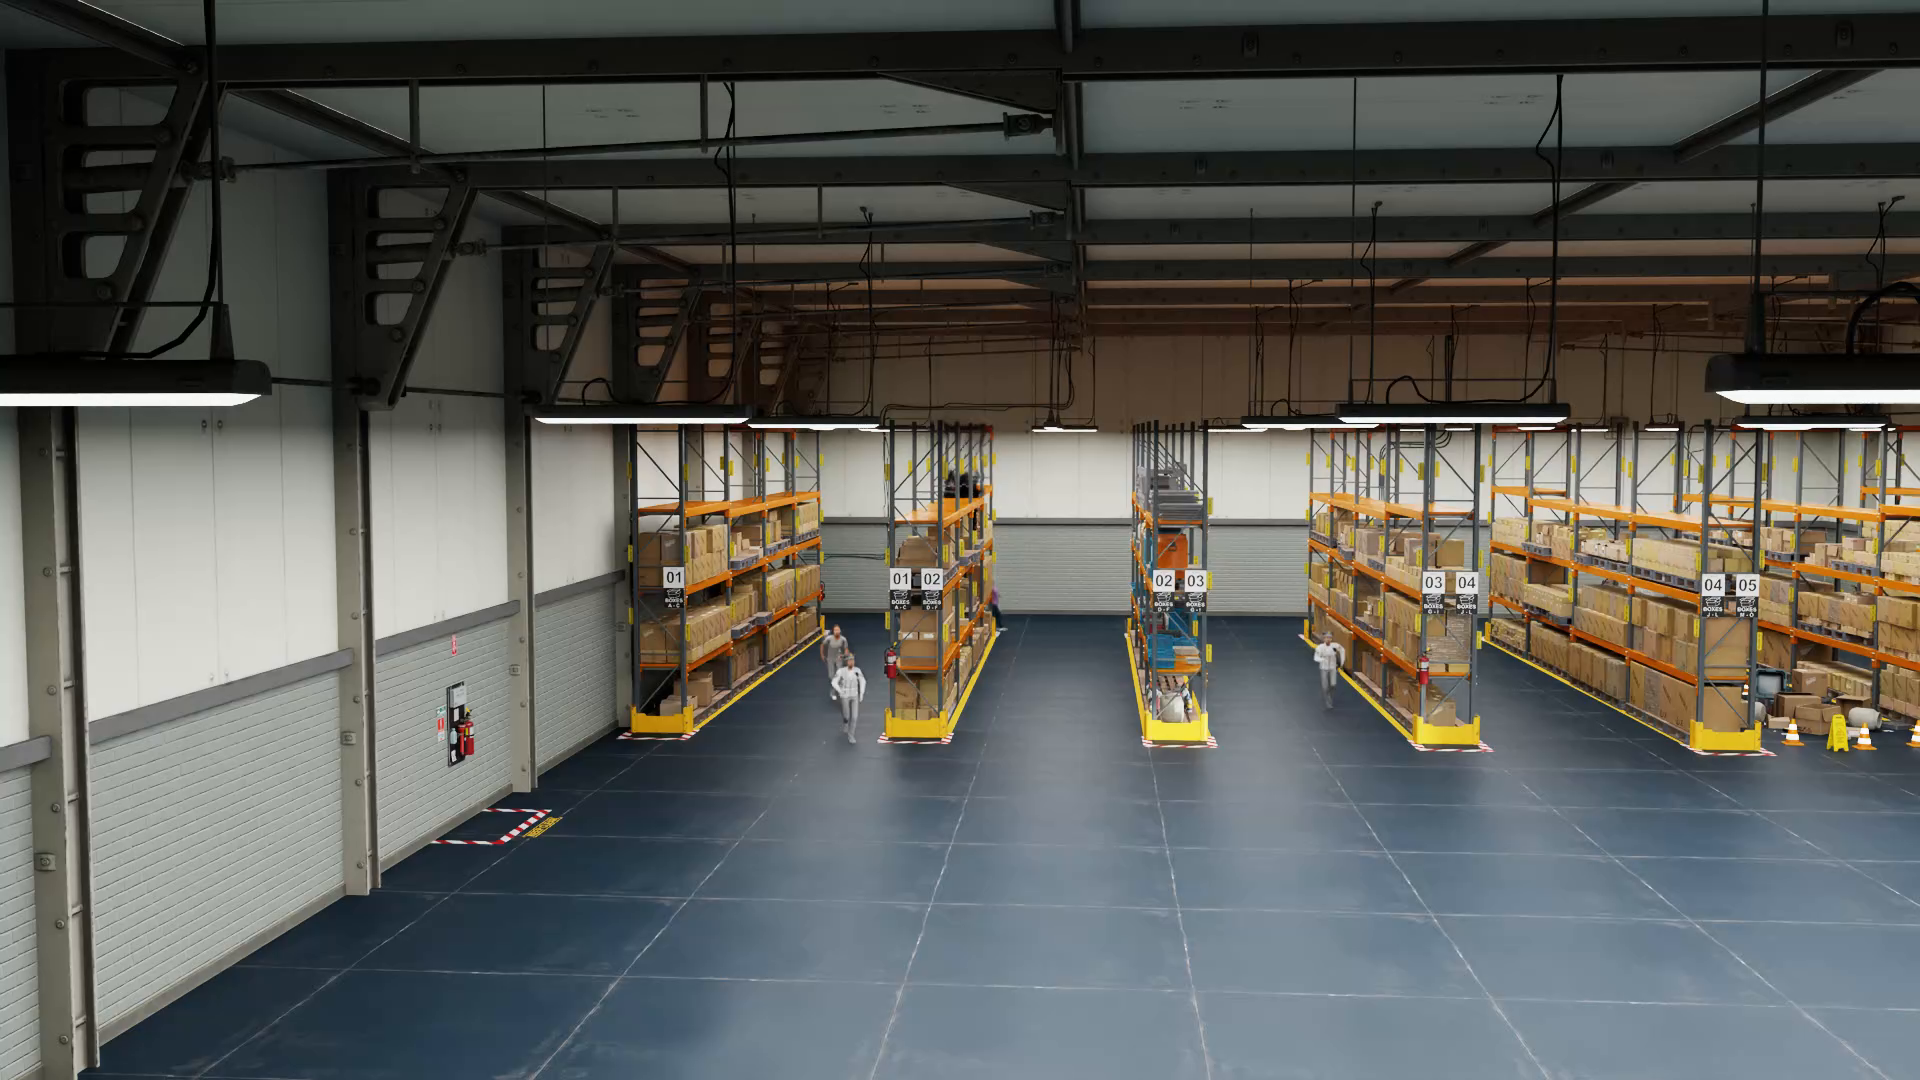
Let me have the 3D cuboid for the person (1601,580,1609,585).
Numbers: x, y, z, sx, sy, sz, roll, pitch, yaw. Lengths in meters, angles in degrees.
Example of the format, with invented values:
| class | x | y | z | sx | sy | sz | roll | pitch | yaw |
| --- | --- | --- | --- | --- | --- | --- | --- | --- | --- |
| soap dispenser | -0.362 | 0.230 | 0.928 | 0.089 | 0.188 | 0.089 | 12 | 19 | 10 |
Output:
| class | x | y | z | sx | sy | sz | roll | pitch | yaw |
| --- | --- | --- | --- | --- | --- | --- | --- | --- | --- |
| person | 18.544 | 1.936 | 47.758 | 0.576 | 1.563 | 0.536 | -1 | 4 | -12 |

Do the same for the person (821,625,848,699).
| class | x | y | z | sx | sy | sz | roll | pitch | yaw |
| --- | --- | --- | --- | --- | --- | --- | --- | --- | --- |
| person | -2.726 | 2.646 | 36.147 | 0.599 | 1.621 | 0.662 | 0 | 4 | -7 |

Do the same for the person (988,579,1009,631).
| class | x | y | z | sx | sy | sz | roll | pitch | yaw |
| --- | --- | --- | --- | --- | --- | --- | --- | --- | --- |
| person | 0.978 | 1.866 | 48.378 | 0.831 | 1.555 | 0.596 | 1 | 4 | 19 |

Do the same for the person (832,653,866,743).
| class | x | y | z | sx | sy | sz | roll | pitch | yaw |
| --- | --- | --- | --- | --- | --- | --- | --- | --- | --- |
| person | -2.072 | 2.936 | 31.139 | 0.657 | 1.675 | 0.611 | -1 | 4 | -14 |

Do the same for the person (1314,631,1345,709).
| class | x | y | z | sx | sy | sz | roll | pitch | yaw |
| --- | --- | --- | --- | --- | --- | --- | --- | --- | --- |
| person | 7.665 | 2.690 | 34.505 | 0.639 | 1.643 | 0.757 | 0 | 4 | 8 |
